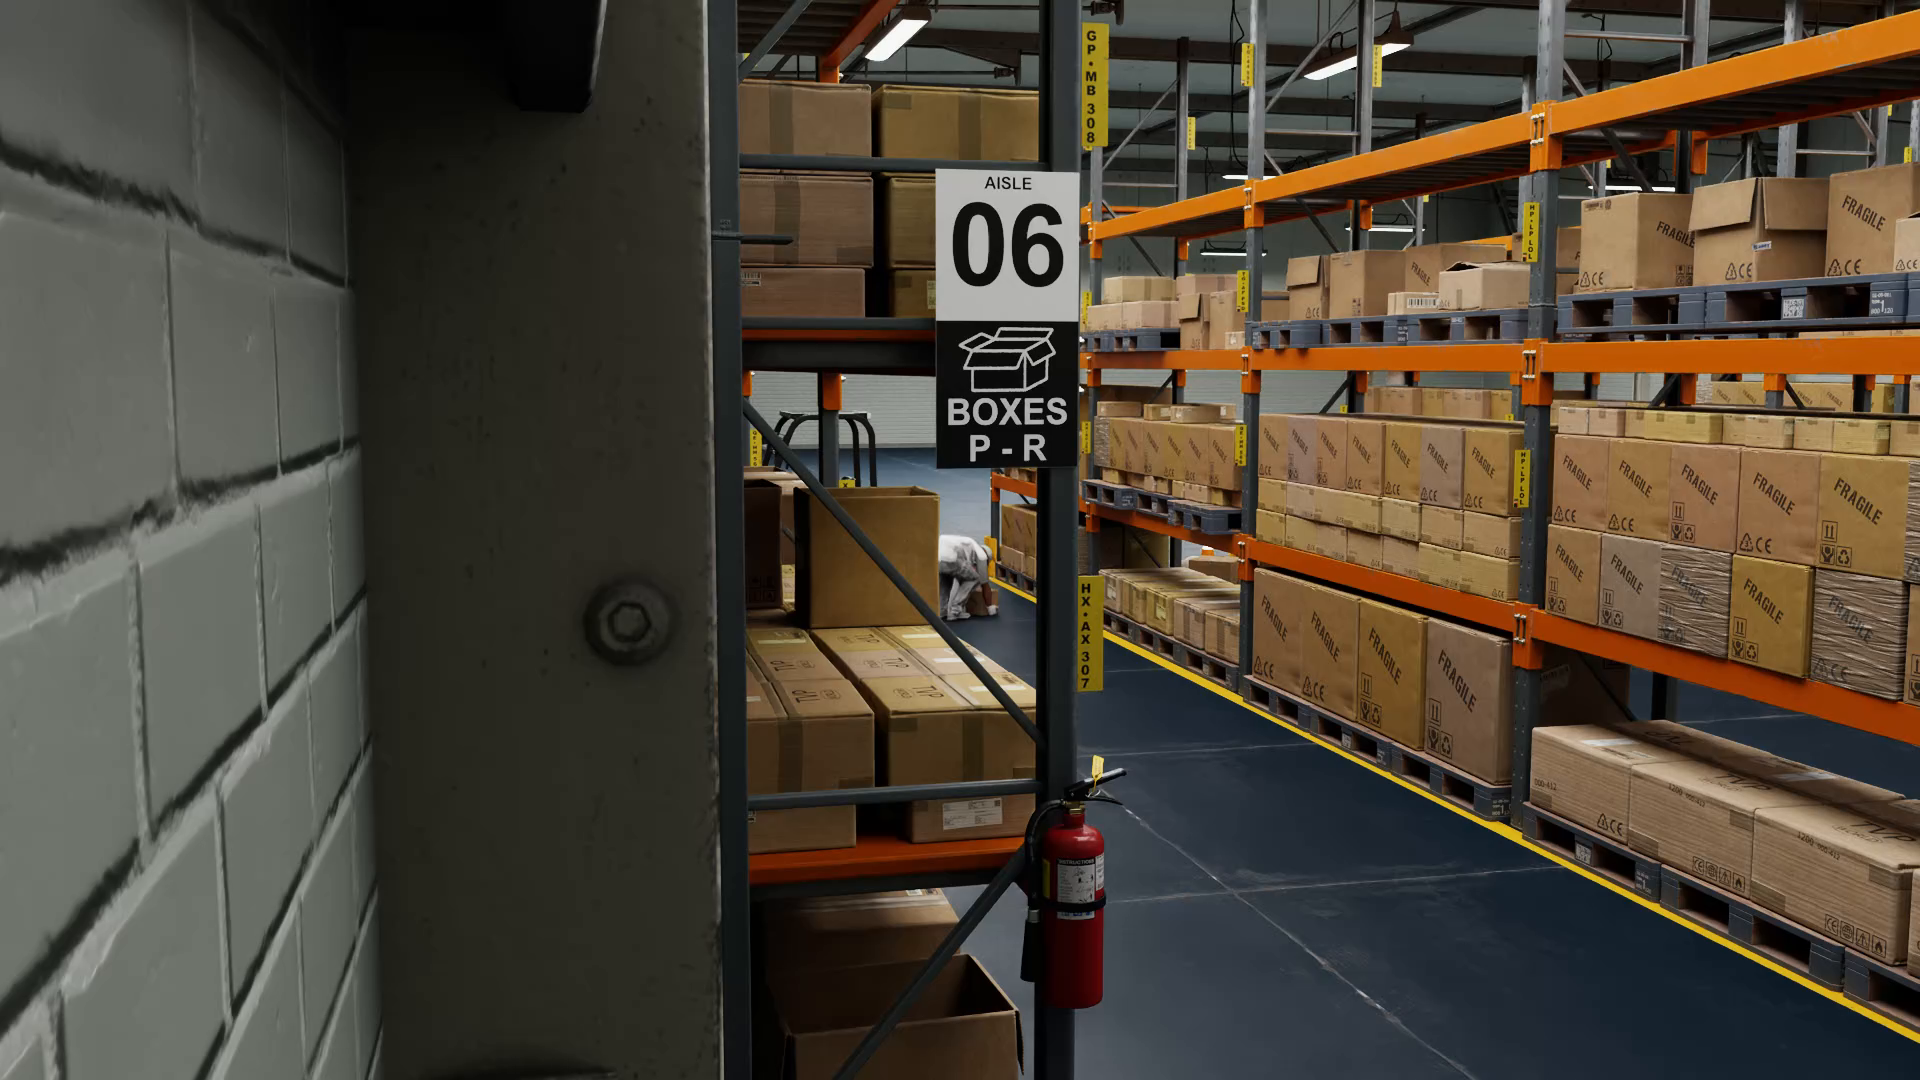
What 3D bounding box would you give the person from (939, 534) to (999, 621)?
[{"bbox_3d":[-0.006,0.376,17.740,0.528,0.916,0.986,5,8,42],"label":"person"}]
